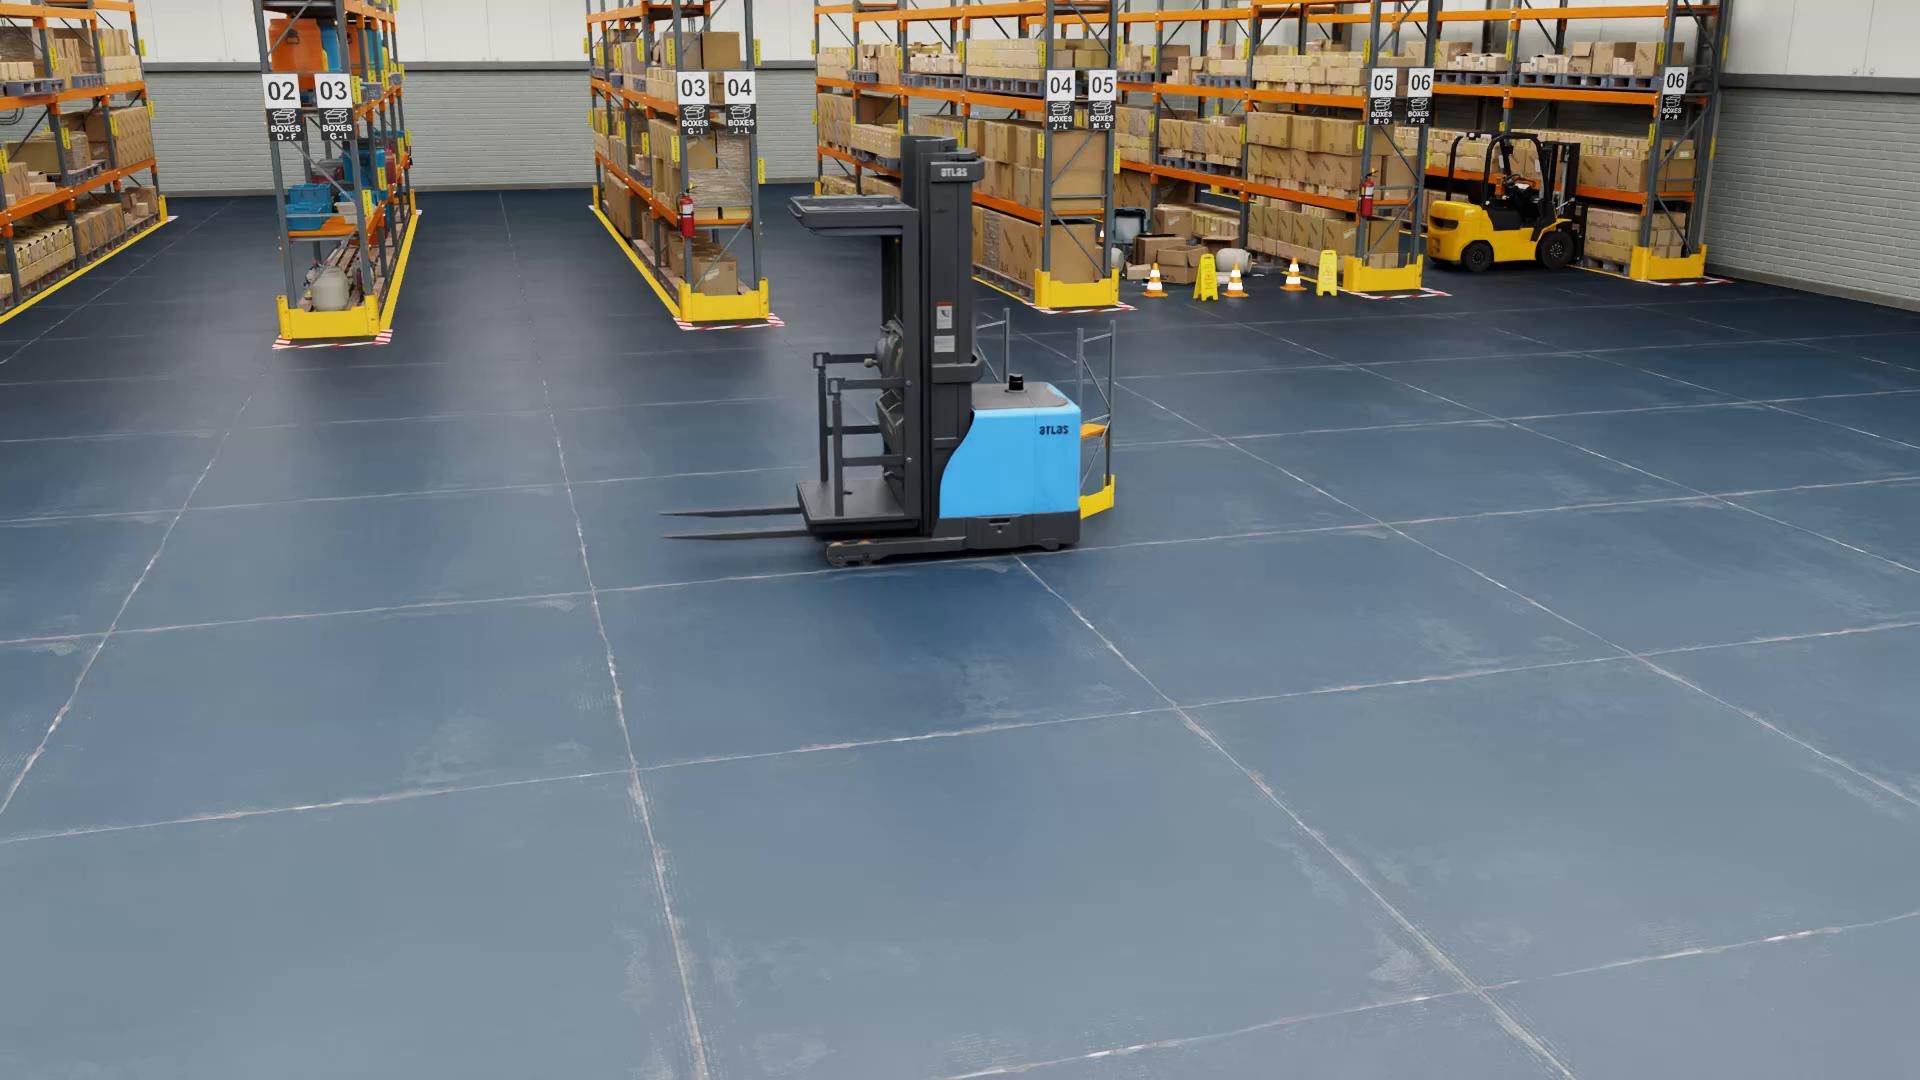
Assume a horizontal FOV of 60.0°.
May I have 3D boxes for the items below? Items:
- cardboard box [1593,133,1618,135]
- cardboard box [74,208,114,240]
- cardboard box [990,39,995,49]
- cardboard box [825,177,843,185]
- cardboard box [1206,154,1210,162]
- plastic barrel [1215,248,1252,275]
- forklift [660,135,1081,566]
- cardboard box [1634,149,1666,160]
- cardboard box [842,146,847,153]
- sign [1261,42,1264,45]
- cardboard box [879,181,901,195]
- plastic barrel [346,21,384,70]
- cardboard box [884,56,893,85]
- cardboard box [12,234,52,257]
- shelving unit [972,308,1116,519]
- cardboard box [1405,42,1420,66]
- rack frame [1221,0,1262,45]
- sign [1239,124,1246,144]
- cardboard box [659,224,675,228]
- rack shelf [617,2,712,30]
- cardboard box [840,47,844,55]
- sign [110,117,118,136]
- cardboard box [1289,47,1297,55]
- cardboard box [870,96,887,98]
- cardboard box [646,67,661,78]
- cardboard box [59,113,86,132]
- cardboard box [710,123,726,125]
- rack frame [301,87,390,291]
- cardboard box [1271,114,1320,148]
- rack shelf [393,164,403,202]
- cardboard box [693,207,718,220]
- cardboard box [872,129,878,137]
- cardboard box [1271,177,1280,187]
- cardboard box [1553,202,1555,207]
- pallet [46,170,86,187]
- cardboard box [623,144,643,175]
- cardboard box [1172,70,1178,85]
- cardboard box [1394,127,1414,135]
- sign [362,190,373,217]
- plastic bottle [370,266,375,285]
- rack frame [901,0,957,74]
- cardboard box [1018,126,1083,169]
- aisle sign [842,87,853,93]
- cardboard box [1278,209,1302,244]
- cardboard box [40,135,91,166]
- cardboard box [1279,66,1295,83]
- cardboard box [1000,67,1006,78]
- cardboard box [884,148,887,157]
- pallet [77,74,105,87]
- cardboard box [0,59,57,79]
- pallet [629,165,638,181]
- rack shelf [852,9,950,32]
[{"bbox_3d":[10.784,-6.706,27.743,0.380,0.149,0.250,-4,17,-14],"label":"cardboard box"},{"bbox_3d":[-15.303,-5.576,29.380,0.500,0.500,0.500,-4,17,-15],"label":"cardboard box"},{"bbox_3d":[0.667,-7.353,24.650,0.380,0.149,0.250,-5,17,-15],"label":"cardboard box"},{"bbox_3d":[-2.801,-8.007,37.086,0.380,0.149,0.250,-5,17,-15],"label":"cardboard box"},{"bbox_3d":[4.601,-6.790,29.548,0.380,0.149,0.250,-5,17,-15],"label":"cardboard box"},{"bbox_3d":[4.350,-4.416,26.418,0.512,0.421,0.421,7,18,23],"label":"plastic barrel"},{"bbox_3d":[-0.684,-1.384,11.966,3.031,2.935,1.130,-3,17,-10],"label":"forklift"},{"bbox_3d":[10.780,-6.024,25.992,0.380,0.149,0.250,-4,17,-14],"label":"cardboard box"},{"bbox_3d":[-2.302,-8.326,35.392,0.380,0.149,0.250,-5,18,-18],"label":"cardboard box"},{"bbox_3d":[7.287,-11.917,40.156,0.100,0.325,0.005,-5,17,-15],"label":"sign"},{"bbox_3d":[-1.271,-6.804,32.201,0.500,0.250,0.500,-4,17,-14],"label":"cardboard box"},{"bbox_3d":[-10.599,-8.760,29.587,0.600,0.901,0.708,-5,17,-15],"label":"plastic barrel"},{"bbox_3d":[-1.108,-8.752,30.985,0.500,0.500,0.500,-5,17,-15],"label":"cardboard box"},{"bbox_3d":[-14.078,-4.451,25.131,0.500,0.311,0.500,-4,17,-14],"label":"cardboard box"},{"bbox_3d":[0.636,-1.021,13.245,1.083,1.500,0.587,12,21,35],"label":"shelving unit"},{"bbox_3d":[8.911,-9.319,31.969,0.500,0.500,0.500,-5,17,-15],"label":"cardboard box"},{"bbox_3d":[6.748,-12.891,39.724,1.000,3.000,0.127,-5,17,-15],"label":"rack frame"},{"bbox_3d":[4.741,-6.815,27.912,0.100,0.325,0.005,-5,17,-15],"label":"sign"},{"bbox_3d":[-4.515,-4.840,26.931,0.700,0.500,0.500,-5,17,-16],"label":"cardboard box"},{"bbox_3d":[-4.804,-8.412,26.759,1.077,0.370,4.000,-5,17,-15],"label":"rack shelf"},{"bbox_3d":[-2.299,-10.246,34.833,0.380,0.149,0.250,-5,18,-17],"label":"cardboard box"},{"bbox_3d":[-15.446,-7.551,30.365,0.100,0.325,0.005,-5,17,-15],"label":"sign"},{"bbox_3d":[7.477,-10.778,36.781,0.500,0.250,0.500,-5,17,-15],"label":"cardboard box"},{"bbox_3d":[-1.703,-9.054,34.950,0.500,0.500,0.500,-5,18,-17],"label":"cardboard box"},{"bbox_3d":[-4.461,-6.963,24.771,0.380,0.149,0.250,-5,17,-17],"label":"cardboard box"},{"bbox_3d":[-16.367,-7.598,30.621,0.500,0.500,0.500,-5,17,-15],"label":"cardboard box"},{"bbox_3d":[-3.457,-5.673,23.694,0.500,0.500,0.500,-5,17,-15],"label":"cardboard box"},{"bbox_3d":[-9.017,-5.130,24.316,1.000,3.000,0.127,-5,17,-15],"label":"rack frame"},{"bbox_3d":[5.418,-6.551,26.619,0.700,0.500,0.500,-5,17,-16],"label":"cardboard box"},{"bbox_3d":[-10.666,-6.445,29.944,1.077,0.370,4.000,-5,17,-15],"label":"rack shelf"},{"bbox_3d":[-3.432,-4.357,22.180,0.380,0.149,0.250,-5,17,-15],"label":"cardboard box"},{"bbox_3d":[-1.486,-7.815,31.927,0.380,0.149,0.250,-4,17,-13],"label":"cardboard box"},{"bbox_3d":[5.308,-5.864,27.197,0.380,0.149,0.250,-4,17,-14],"label":"cardboard box"},{"bbox_3d":[10.155,-5.624,28.272,0.500,0.250,0.500,-4,17,-13],"label":"cardboard box"},{"bbox_3d":[-15.133,-5.936,27.332,1.213,0.211,1.003,-5,17,-15],"label":"pallet"},{"bbox_3d":[-5.728,-6.793,29.677,0.500,0.500,0.500,-4,17,-14],"label":"cardboard box"},{"bbox_3d":[4.168,-8.612,30.929,0.396,0.266,0.258,-5,17,-15],"label":"cardboard box"},{"bbox_3d":[8.751,-8.052,32.742,0.380,0.149,0.250,-4,17,-14],"label":"cardboard box"},{"bbox_3d":[-7.387,-4.198,20.733,0.100,0.325,0.005,-5,17,-15],"label":"sign"},{"bbox_3d":[-8.425,-3.789,23.810,0.061,0.283,0.133,-4,17,-12],"label":"plastic bottle"},{"bbox_3d":[-0.557,-9.865,29.652,1.000,3.000,0.127,-5,17,-15],"label":"rack frame"},{"bbox_3d":[1.337,-5.619,23.805,0.875,0.550,0.550,-5,17,-15],"label":"cardboard box"},{"bbox_3d":[-2.487,-10.494,37.654,0.394,0.787,0.004,-5,17,-15],"label":"aisle sign"},{"bbox_3d":[5.476,-5.073,26.873,0.500,0.500,0.500,-4,17,-12],"label":"cardboard box"},{"bbox_3d":[-15.434,-6.717,28.697,0.700,0.500,0.500,-10,19,-29],"label":"cardboard box"},{"bbox_3d":[5.408,-7.387,26.360,0.500,0.250,0.500,-5,17,-15],"label":"cardboard box"},{"bbox_3d":[0.806,-6.832,24.300,0.380,0.149,0.250,-4,17,-15],"label":"cardboard box"},{"bbox_3d":[-1.201,-7.242,31.053,0.380,0.149,0.250,-5,17,-15],"label":"cardboard box"},{"bbox_3d":[-15.867,-8.113,29.359,1.213,0.211,1.003,-5,17,-15],"label":"pallet"},{"bbox_3d":[-15.032,-7.448,26.646,0.910,0.500,0.500,-5,17,-15],"label":"cardboard box"},{"bbox_3d":[-5.055,-6.347,28.702,1.213,0.211,1.003,-5,17,-15],"label":"pallet"},{"bbox_3d":[-1.107,-9.882,31.655,1.077,0.370,4.000,-5,17,-15],"label":"rack shelf"}]
